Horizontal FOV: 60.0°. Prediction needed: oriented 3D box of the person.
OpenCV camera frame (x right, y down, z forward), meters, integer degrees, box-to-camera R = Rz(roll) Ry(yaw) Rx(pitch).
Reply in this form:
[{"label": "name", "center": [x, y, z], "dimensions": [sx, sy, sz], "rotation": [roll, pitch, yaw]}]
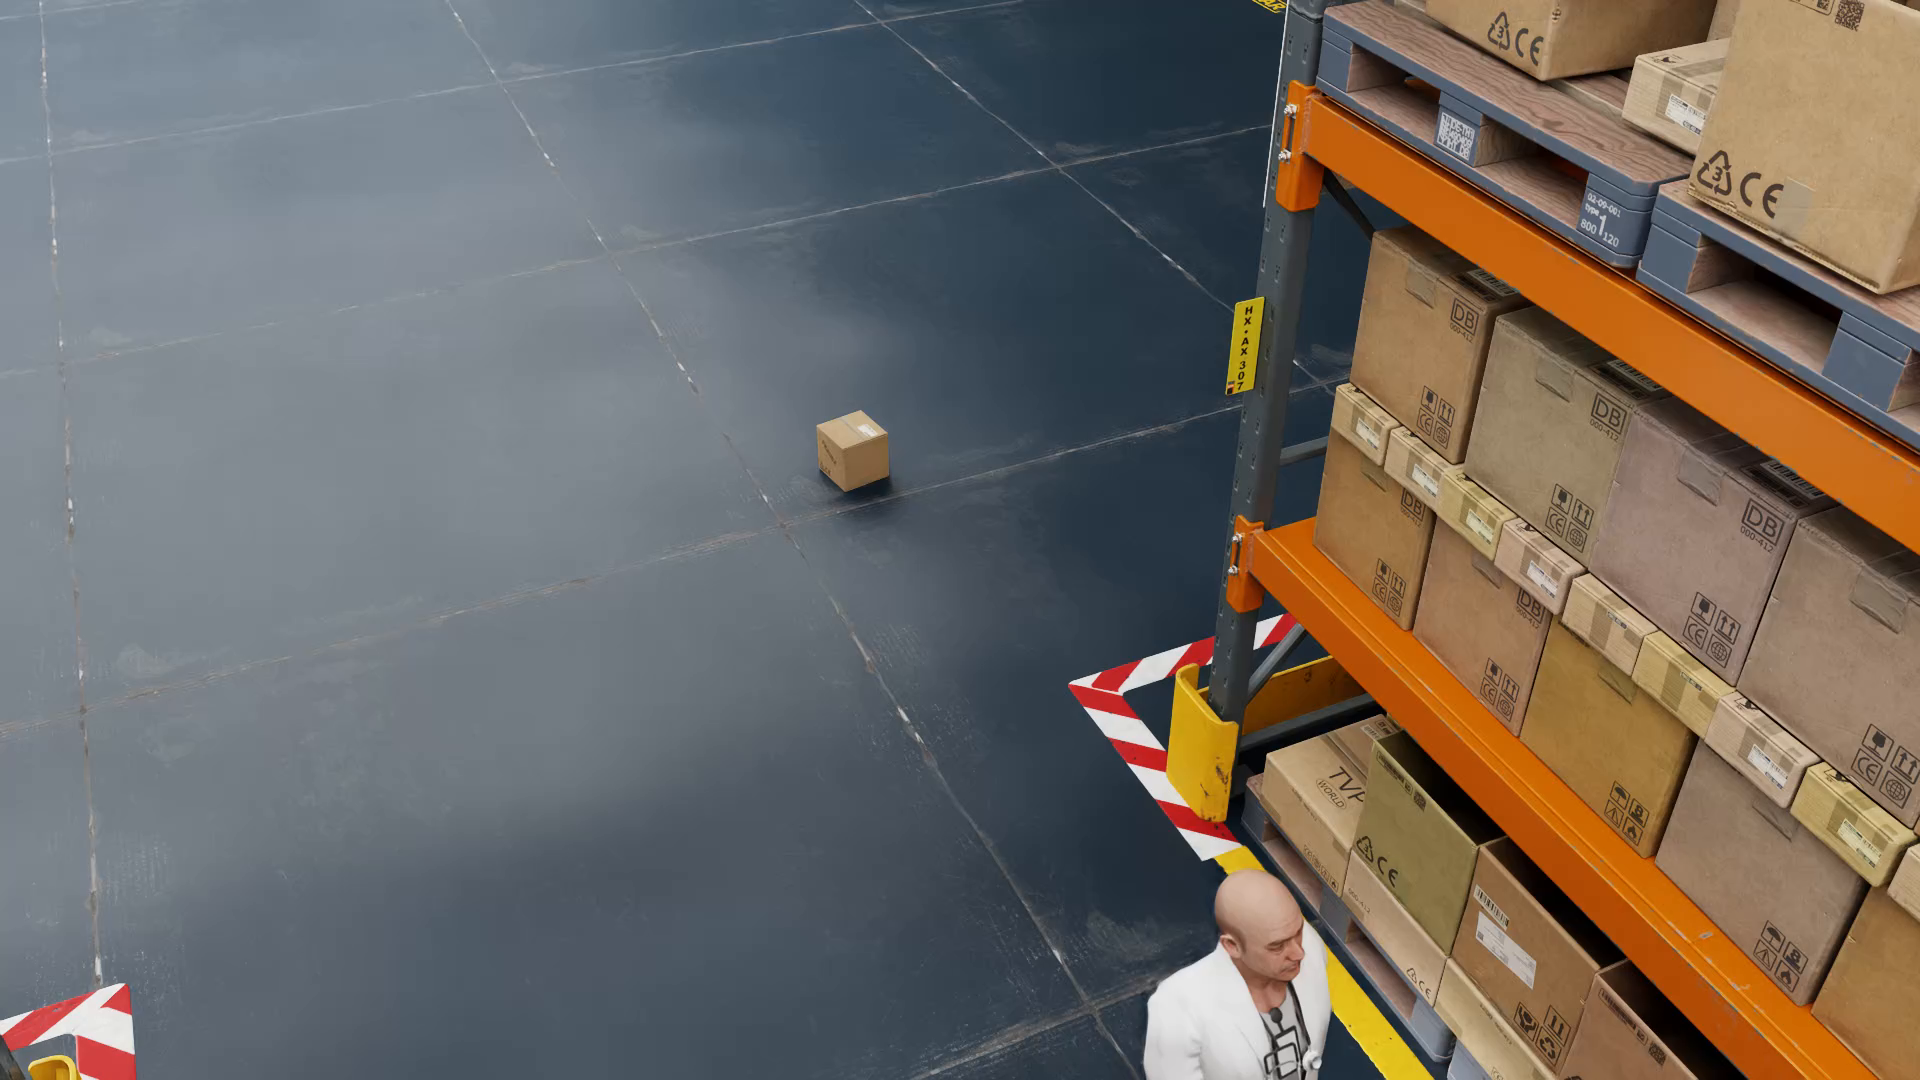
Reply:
[{"label": "person", "center": [0.661, 1.467, 4.187], "dimensions": [0.549, 1.738, 1.060], "rotation": [-17, 40, -22]}]
